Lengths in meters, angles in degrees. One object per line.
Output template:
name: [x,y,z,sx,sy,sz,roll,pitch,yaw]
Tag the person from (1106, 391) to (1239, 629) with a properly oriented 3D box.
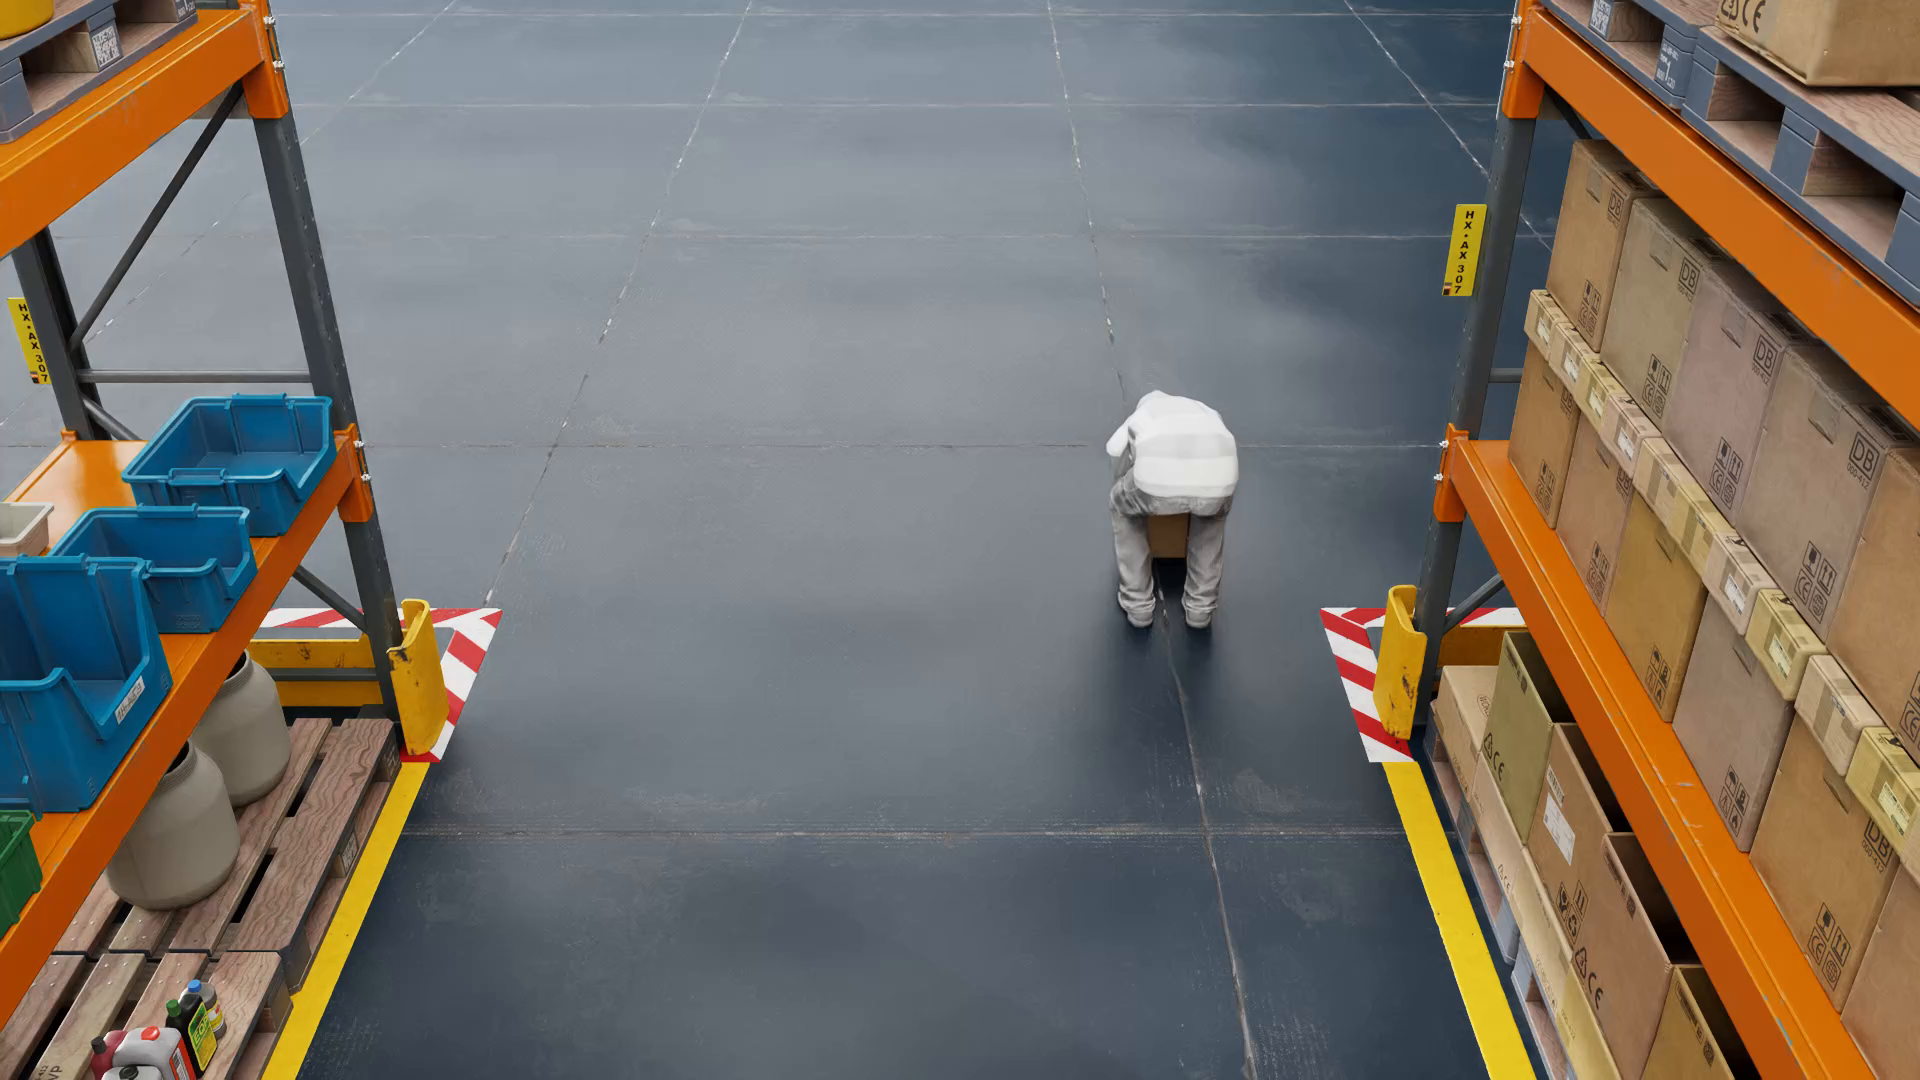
person: [0.900,-0.194,7.211,0.522,0.973,0.981,-2,31,-3]
